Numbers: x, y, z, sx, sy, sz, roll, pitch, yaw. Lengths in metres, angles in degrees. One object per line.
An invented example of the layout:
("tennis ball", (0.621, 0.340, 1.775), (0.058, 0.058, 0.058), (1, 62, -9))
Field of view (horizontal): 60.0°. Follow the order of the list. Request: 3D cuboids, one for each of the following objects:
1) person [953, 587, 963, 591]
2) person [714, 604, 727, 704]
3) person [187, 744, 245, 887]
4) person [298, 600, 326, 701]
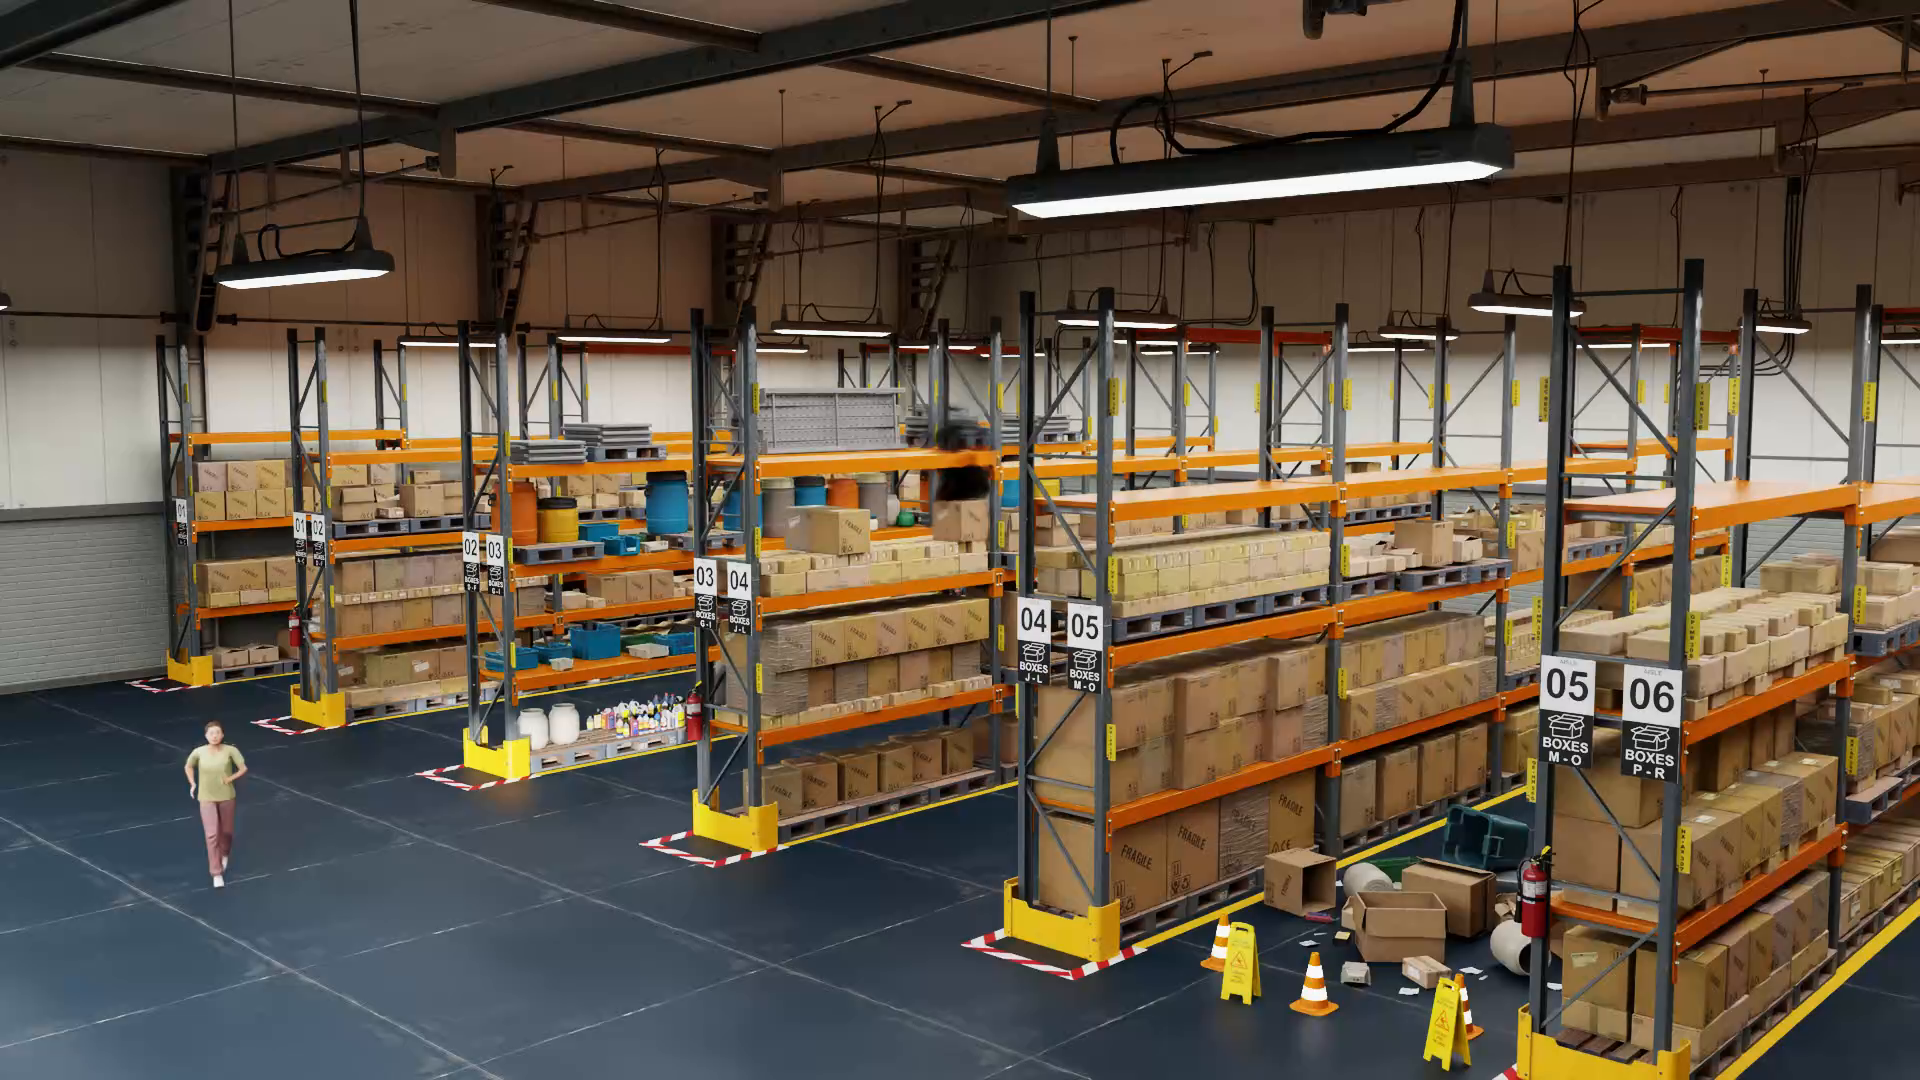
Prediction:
("person", (0.053, 1.205, 32.913), (0.644, 1.821, 0.701), (4, 7, 35))
("person", (-3.811, 1.827, 26.859), (0.556, 1.633, 0.733), (4, 7, 35))
("person", (-7.715, 2.823, 17.300), (0.546, 1.408, 0.845), (-3, 6, -26))
("person", (-10.470, 1.800, 27.147), (0.608, 1.649, 0.613), (3, 6, 32))
